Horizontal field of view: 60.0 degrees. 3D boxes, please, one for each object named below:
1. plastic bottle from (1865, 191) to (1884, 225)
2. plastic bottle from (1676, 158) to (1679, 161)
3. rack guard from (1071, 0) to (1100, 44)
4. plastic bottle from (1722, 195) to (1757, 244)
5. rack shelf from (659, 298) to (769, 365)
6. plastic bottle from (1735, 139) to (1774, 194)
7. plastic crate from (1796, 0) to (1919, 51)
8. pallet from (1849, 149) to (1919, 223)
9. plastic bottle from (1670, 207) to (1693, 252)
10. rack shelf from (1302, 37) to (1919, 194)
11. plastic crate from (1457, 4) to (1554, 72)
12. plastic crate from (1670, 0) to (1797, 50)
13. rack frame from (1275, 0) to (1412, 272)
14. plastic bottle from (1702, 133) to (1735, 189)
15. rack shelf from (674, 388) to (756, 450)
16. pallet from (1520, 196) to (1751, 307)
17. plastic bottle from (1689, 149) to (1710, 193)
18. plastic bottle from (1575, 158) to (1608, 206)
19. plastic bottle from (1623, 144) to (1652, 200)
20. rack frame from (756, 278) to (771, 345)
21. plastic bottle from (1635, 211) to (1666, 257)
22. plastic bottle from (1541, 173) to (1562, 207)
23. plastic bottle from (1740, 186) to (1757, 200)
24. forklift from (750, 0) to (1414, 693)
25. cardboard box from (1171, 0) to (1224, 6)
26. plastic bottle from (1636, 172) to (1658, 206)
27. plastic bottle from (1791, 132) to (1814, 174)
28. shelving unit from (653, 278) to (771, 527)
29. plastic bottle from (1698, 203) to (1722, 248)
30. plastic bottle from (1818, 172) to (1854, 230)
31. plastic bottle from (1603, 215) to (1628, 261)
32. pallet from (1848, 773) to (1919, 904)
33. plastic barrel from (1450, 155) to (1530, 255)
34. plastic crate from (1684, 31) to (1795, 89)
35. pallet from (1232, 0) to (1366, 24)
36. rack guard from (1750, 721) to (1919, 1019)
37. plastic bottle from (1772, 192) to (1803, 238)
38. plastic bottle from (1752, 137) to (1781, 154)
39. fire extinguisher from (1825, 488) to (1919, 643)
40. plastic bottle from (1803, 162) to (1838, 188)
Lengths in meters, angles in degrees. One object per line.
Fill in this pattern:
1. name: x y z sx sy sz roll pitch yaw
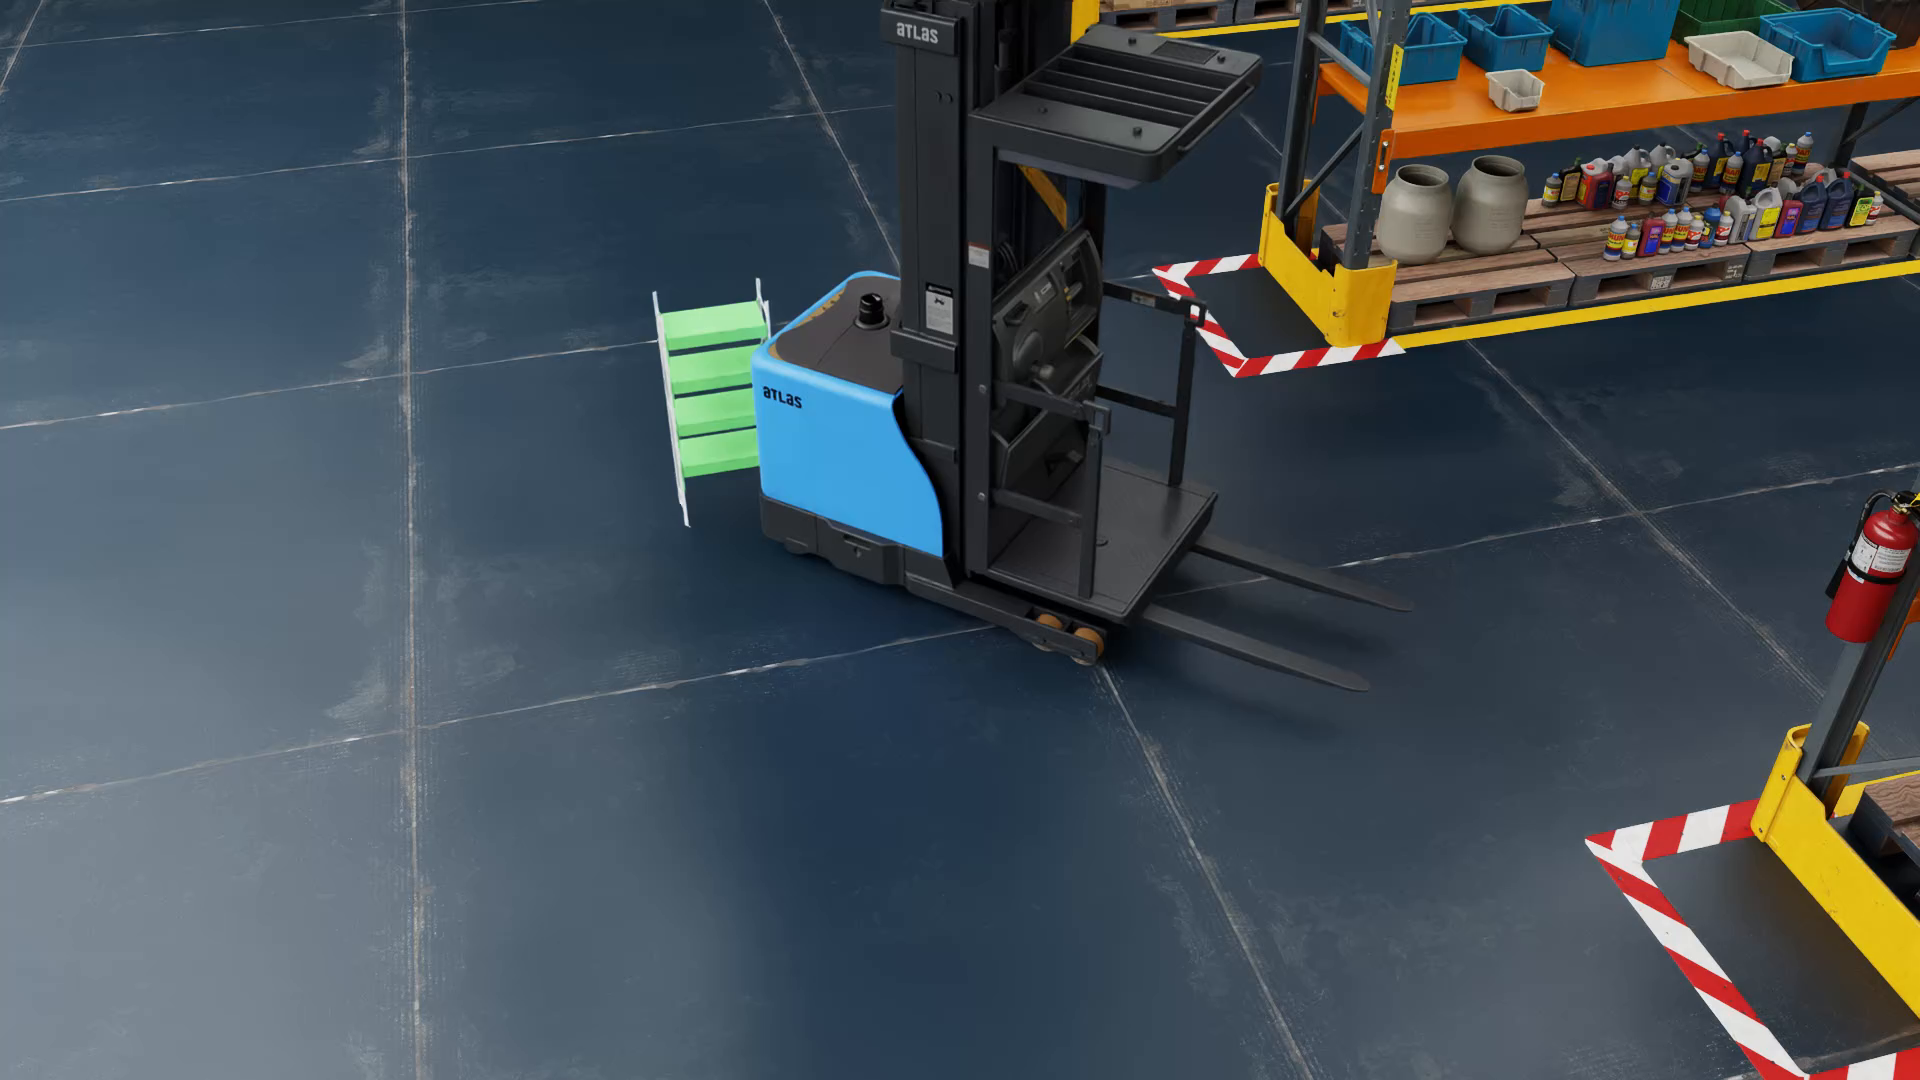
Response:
1. plastic bottle: 5.723 -2.090 10.434 0.097 0.201 0.097 0 37 0
2. plastic bottle: 4.643 -2.385 10.819 0.097 0.201 0.097 0 37 0
3. rack guard: 0.820 -4.543 13.756 0.348 0.500 1.175 -9 38 -12
4. plastic bottle: 4.791 -1.984 10.233 0.135 0.276 0.152 -9 38 -11
5. rack shelf: -1.162 -0.985 7.844 0.480 0.148 0.258 -10 38 -12
6. plastic bottle: 5.142 -2.420 10.743 0.185 0.351 0.144 -9 38 -12
7. plastic crate: 5.454 -3.234 10.039 0.504 0.338 0.767 -9 38 -12
8. pallet: 6.740 -2.306 11.071 1.213 0.211 1.003 -9 38 -12
9. plastic bottle: 4.390 -1.899 10.126 0.097 0.271 0.097 0 37 0
10. rack shelf: 4.061 -2.664 9.836 4.000 0.370 1.077 -9 38 -12
11. plastic crate: 3.164 -2.928 9.711 0.408 0.251 0.499 -9 38 -12
12. plastic crate: 4.608 -3.133 10.031 0.662 0.188 0.450 -9 38 -12
13. rack frame: 2.131 -2.633 9.203 0.127 3.000 1.000 -9 38 -12
14. plastic bottle: 4.923 -2.475 10.814 0.185 0.351 0.144 -11 39 -14
15. rack shelf: -1.162 -0.603 8.136 0.480 0.148 0.258 -10 38 -12
16. pallet: 4.153 -1.882 10.516 1.213 0.211 1.003 -9 38 -12
17. plastic bottle: 4.790 -2.398 10.779 0.097 0.271 0.097 0 37 0
18. plastic bottle: 4.040 -2.298 10.644 0.135 0.276 0.152 -9 38 -12
19. plastic bottle: 4.333 -2.378 10.688 0.185 0.351 0.144 -8 38 -10
20. rack frame: -0.927 -0.694 8.150 0.015 1.200 0.240 -10 38 -12
21. plastic bottle: 4.186 -1.859 10.064 0.133 0.283 0.061 -9 38 -11
22. plastic bottle: 3.789 -2.245 10.636 0.097 0.201 0.097 0 37 0
23. plastic bottle: 4.897 -2.066 10.335 0.133 0.283 0.061 -9 38 -12
24. forklift: 0.563 -0.972 7.088 3.031 2.935 1.130 19 41 23
25. cardboard box: 1.900 -4.650 13.757 0.500 0.250 0.500 -9 38 -12
26. plastic bottle: 4.406 -2.255 10.650 0.097 0.201 0.097 0 37 0
27. plastic bottle: 5.570 -2.565 10.997 0.097 0.271 0.097 0 37 0
28. shelving unit: -1.162 -0.654 8.097 0.503 1.200 0.258 -10 38 -12
29. plastic bottle: 4.585 -1.931 10.168 0.097 0.271 0.097 0 37 0
30. plastic bottle: 5.446 -2.118 10.348 0.185 0.351 0.144 -10 39 -13
31. plastic bottle: 3.962 -1.829 10.035 0.097 0.271 0.097 0 37 0
32. pallet: 4.289 1.260 6.409 1.213 0.211 1.003 -9 38 -12
33. plastic barrel: 3.230 -2.040 10.130 0.421 0.512 0.421 0 37 0
34. plastic crate: 4.491 -2.756 9.581 0.437 0.136 0.530 -9 38 -12
35. pallet: 2.746 -4.769 14.289 1.213 0.211 1.003 -9 38 -12
36. rack guard: 3.495 1.253 6.180 0.348 0.500 1.175 -9 38 -12
37. plastic bottle: 5.114 -2.011 10.263 0.133 0.283 0.061 -7 38 -9
38. plastic bottle: 5.265 -2.499 10.907 0.135 0.276 0.152 -8 38 -10
39. fire extinguisher: 3.191 0.051 5.758 0.183 0.674 0.296 -9 38 -12
40. plastic bottle: 5.408 -2.203 10.459 0.185 0.351 0.144 -9 38 -12
